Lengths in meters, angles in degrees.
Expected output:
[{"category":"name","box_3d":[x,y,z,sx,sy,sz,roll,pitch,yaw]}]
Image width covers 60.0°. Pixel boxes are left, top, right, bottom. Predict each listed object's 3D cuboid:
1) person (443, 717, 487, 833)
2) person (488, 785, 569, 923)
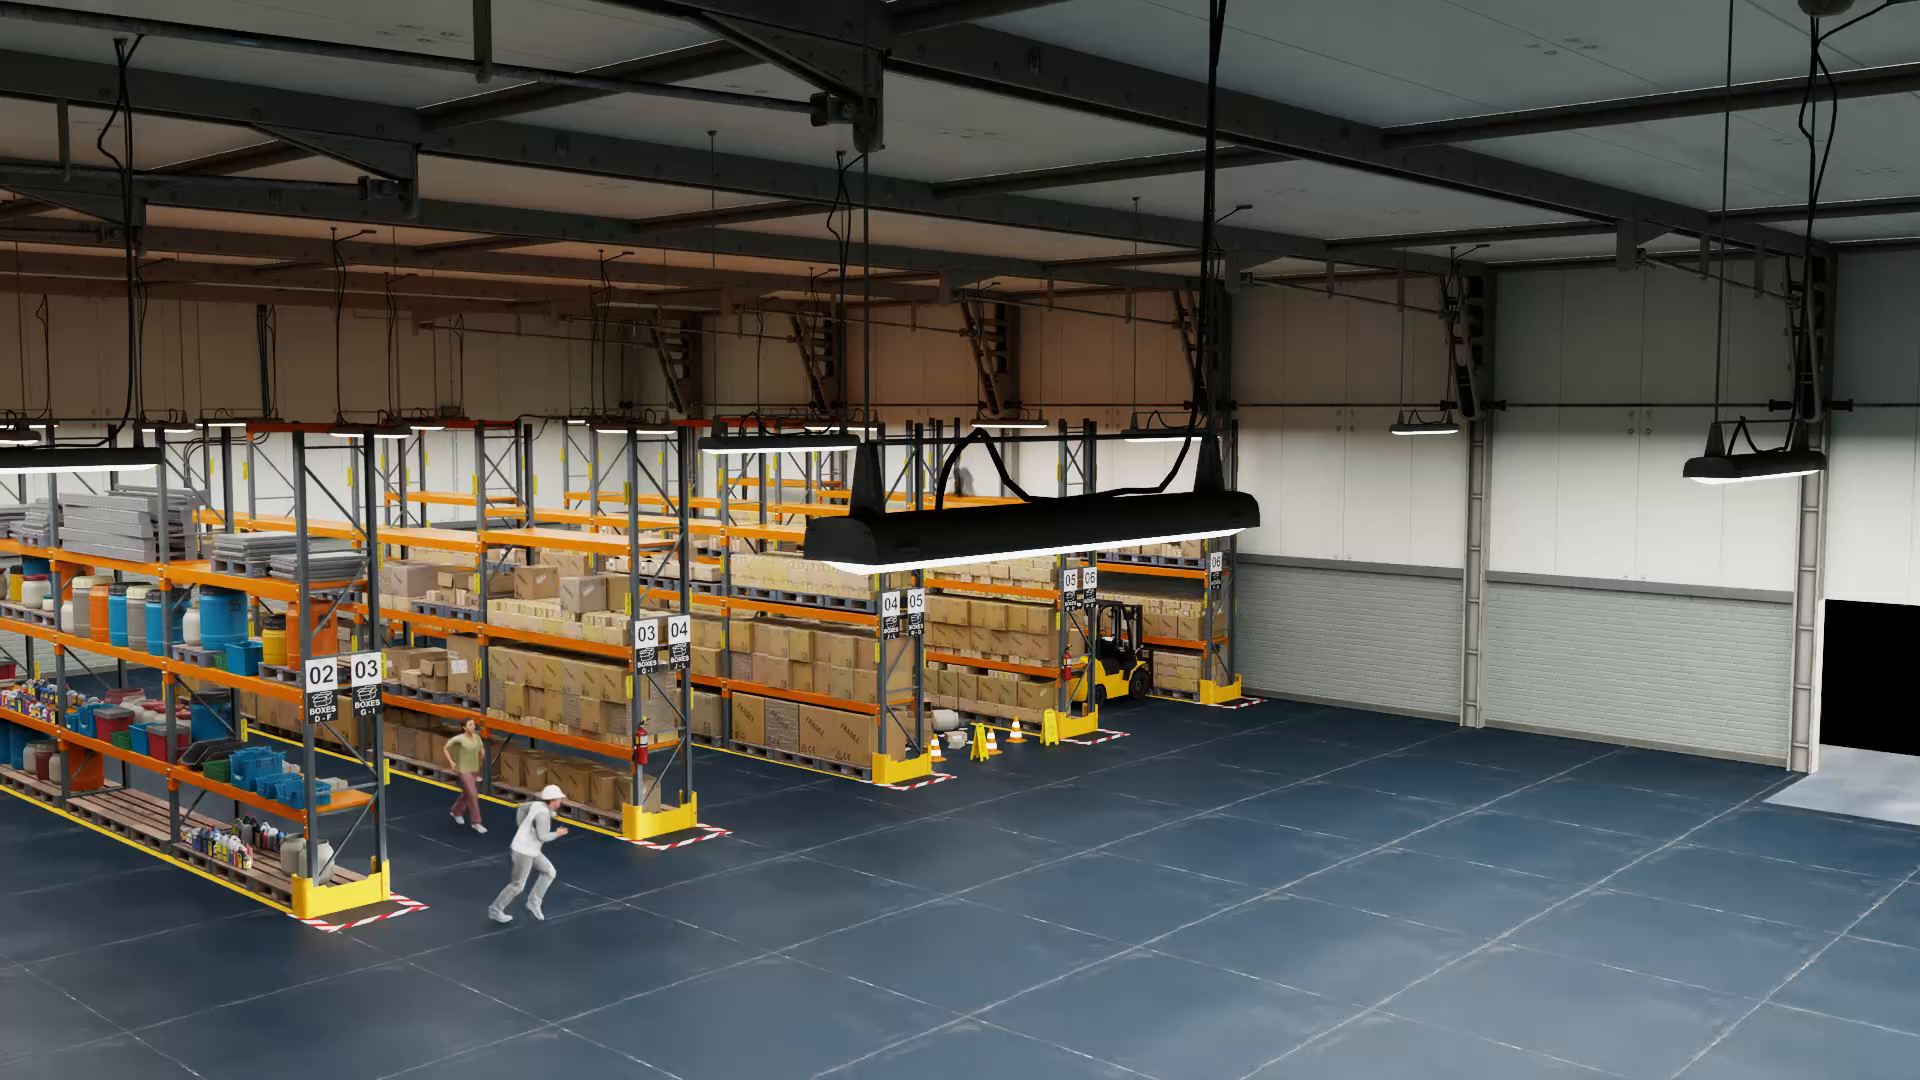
[{"category":"person","box_3d":[-7.306,3.453,24.715,0.882,1.680,0.578,3,5,31]},{"category":"person","box_3d":[-5.296,3.855,20.369,0.981,1.691,0.693,-2,5,-19]}]
